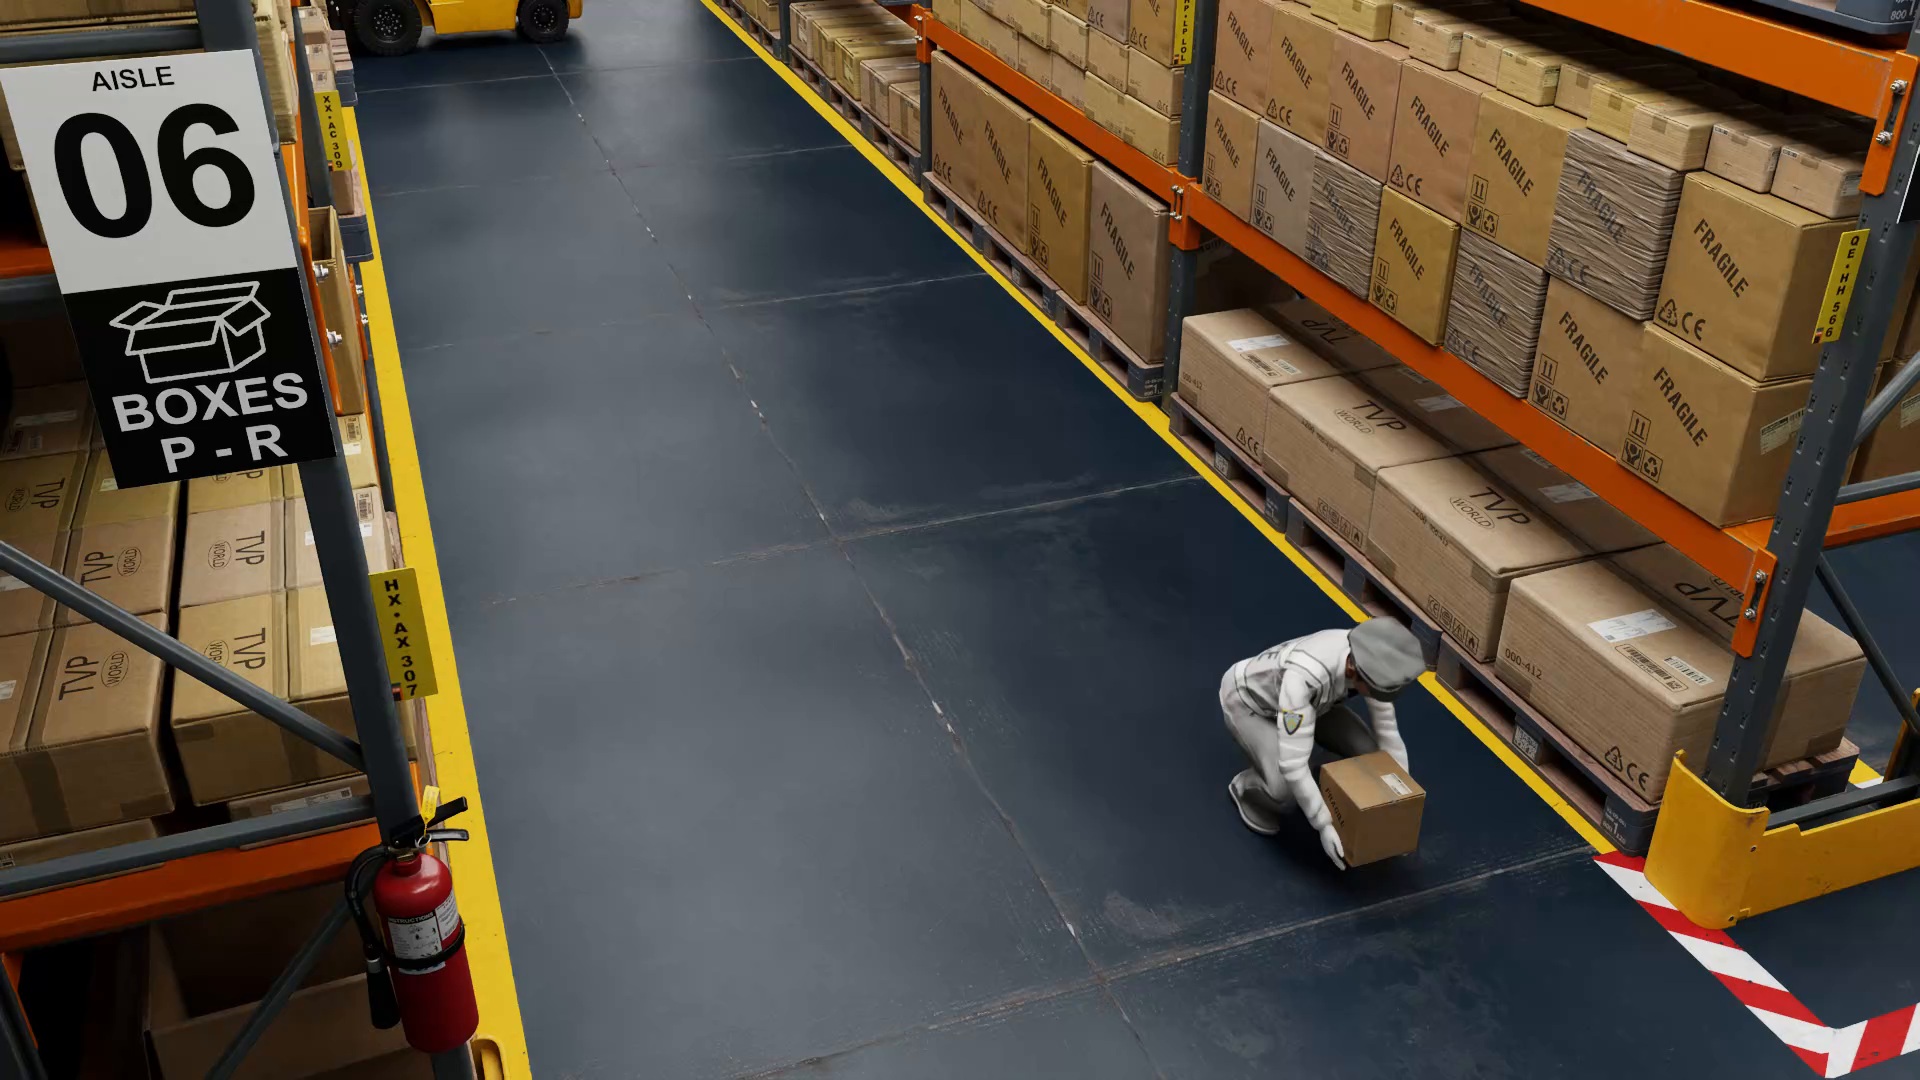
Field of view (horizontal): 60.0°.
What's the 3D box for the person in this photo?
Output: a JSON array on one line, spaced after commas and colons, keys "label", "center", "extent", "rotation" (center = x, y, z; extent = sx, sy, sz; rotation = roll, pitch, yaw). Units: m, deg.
[{"label": "person", "center": [1.245, 0.613, 5.757], "extent": [0.462, 0.987, 0.855], "rotation": [-12, 32, -20]}]
